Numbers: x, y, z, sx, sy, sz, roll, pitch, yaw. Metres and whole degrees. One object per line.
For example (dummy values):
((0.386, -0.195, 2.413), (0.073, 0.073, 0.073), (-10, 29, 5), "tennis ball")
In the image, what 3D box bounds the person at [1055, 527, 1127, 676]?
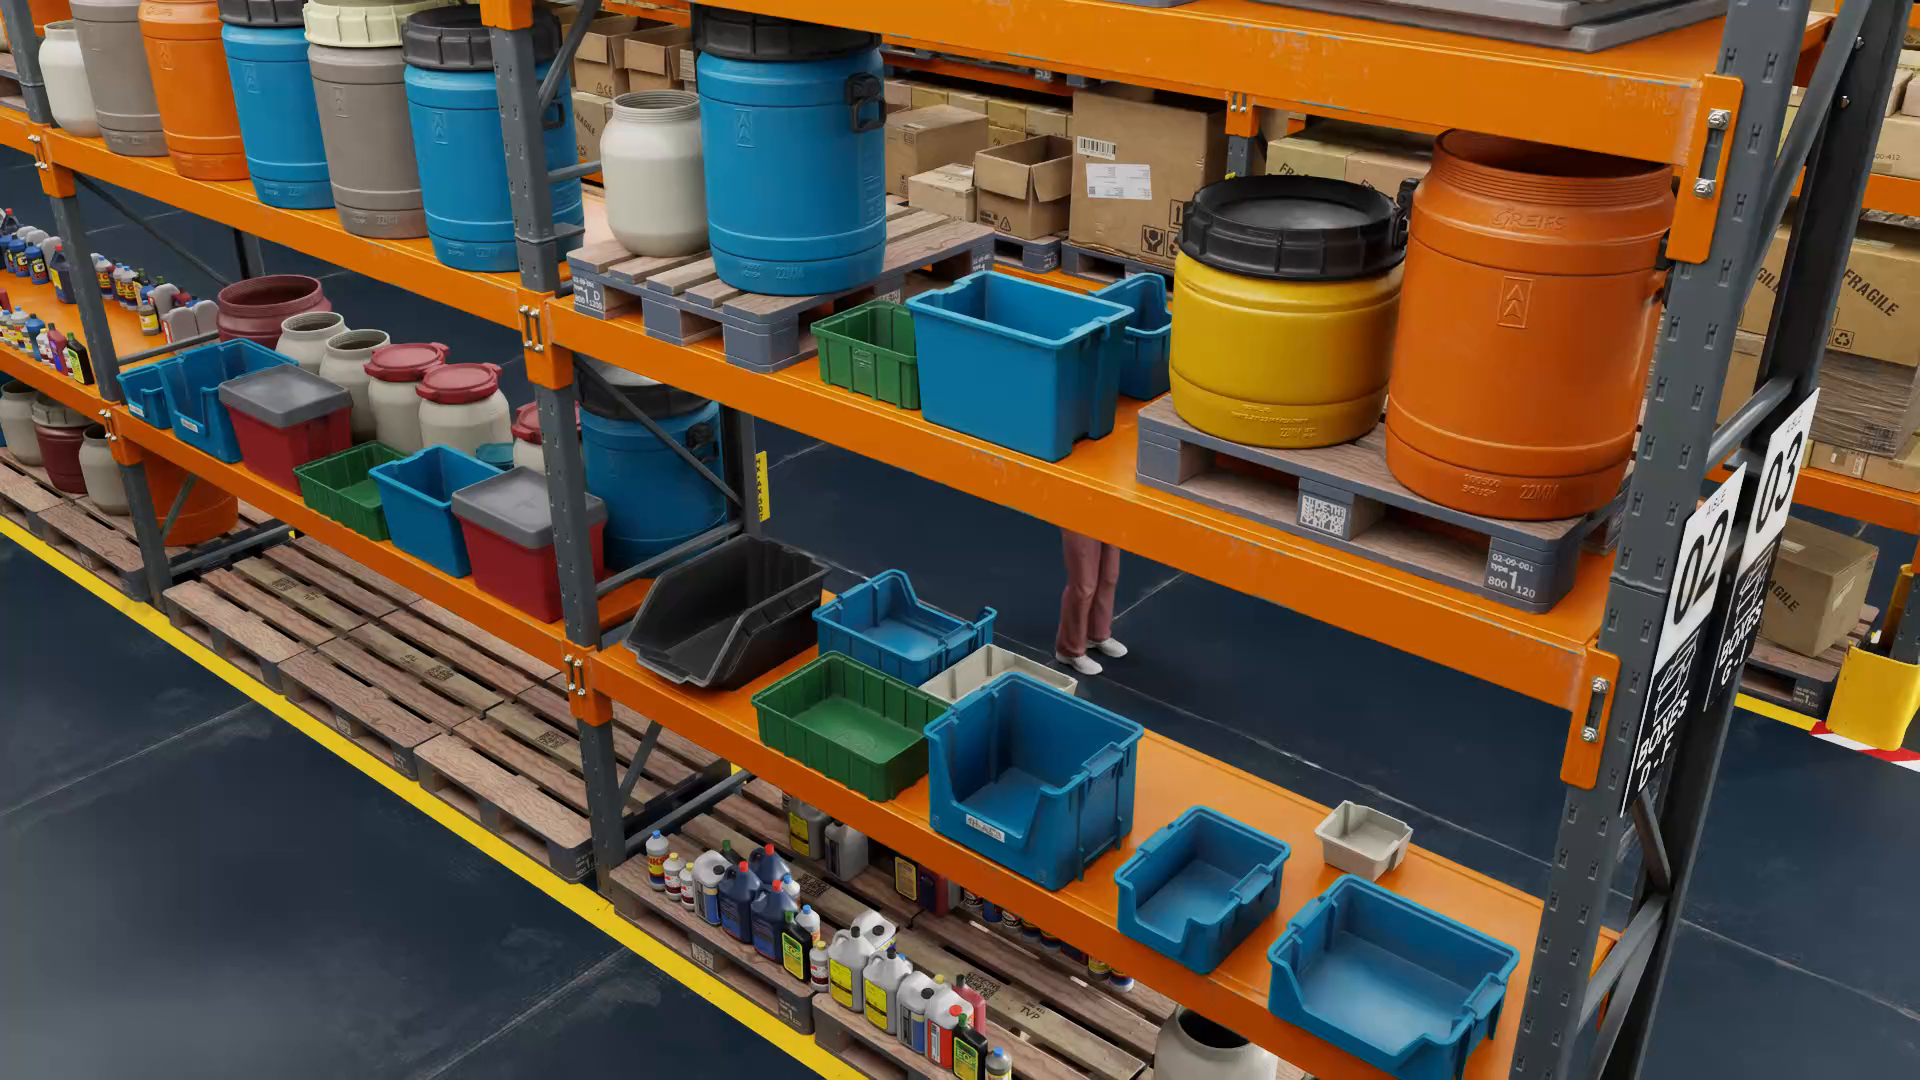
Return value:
((0.751, -0.085, 8.787), (0.546, 1.671, 0.435), (24, 36, 38), "person")
